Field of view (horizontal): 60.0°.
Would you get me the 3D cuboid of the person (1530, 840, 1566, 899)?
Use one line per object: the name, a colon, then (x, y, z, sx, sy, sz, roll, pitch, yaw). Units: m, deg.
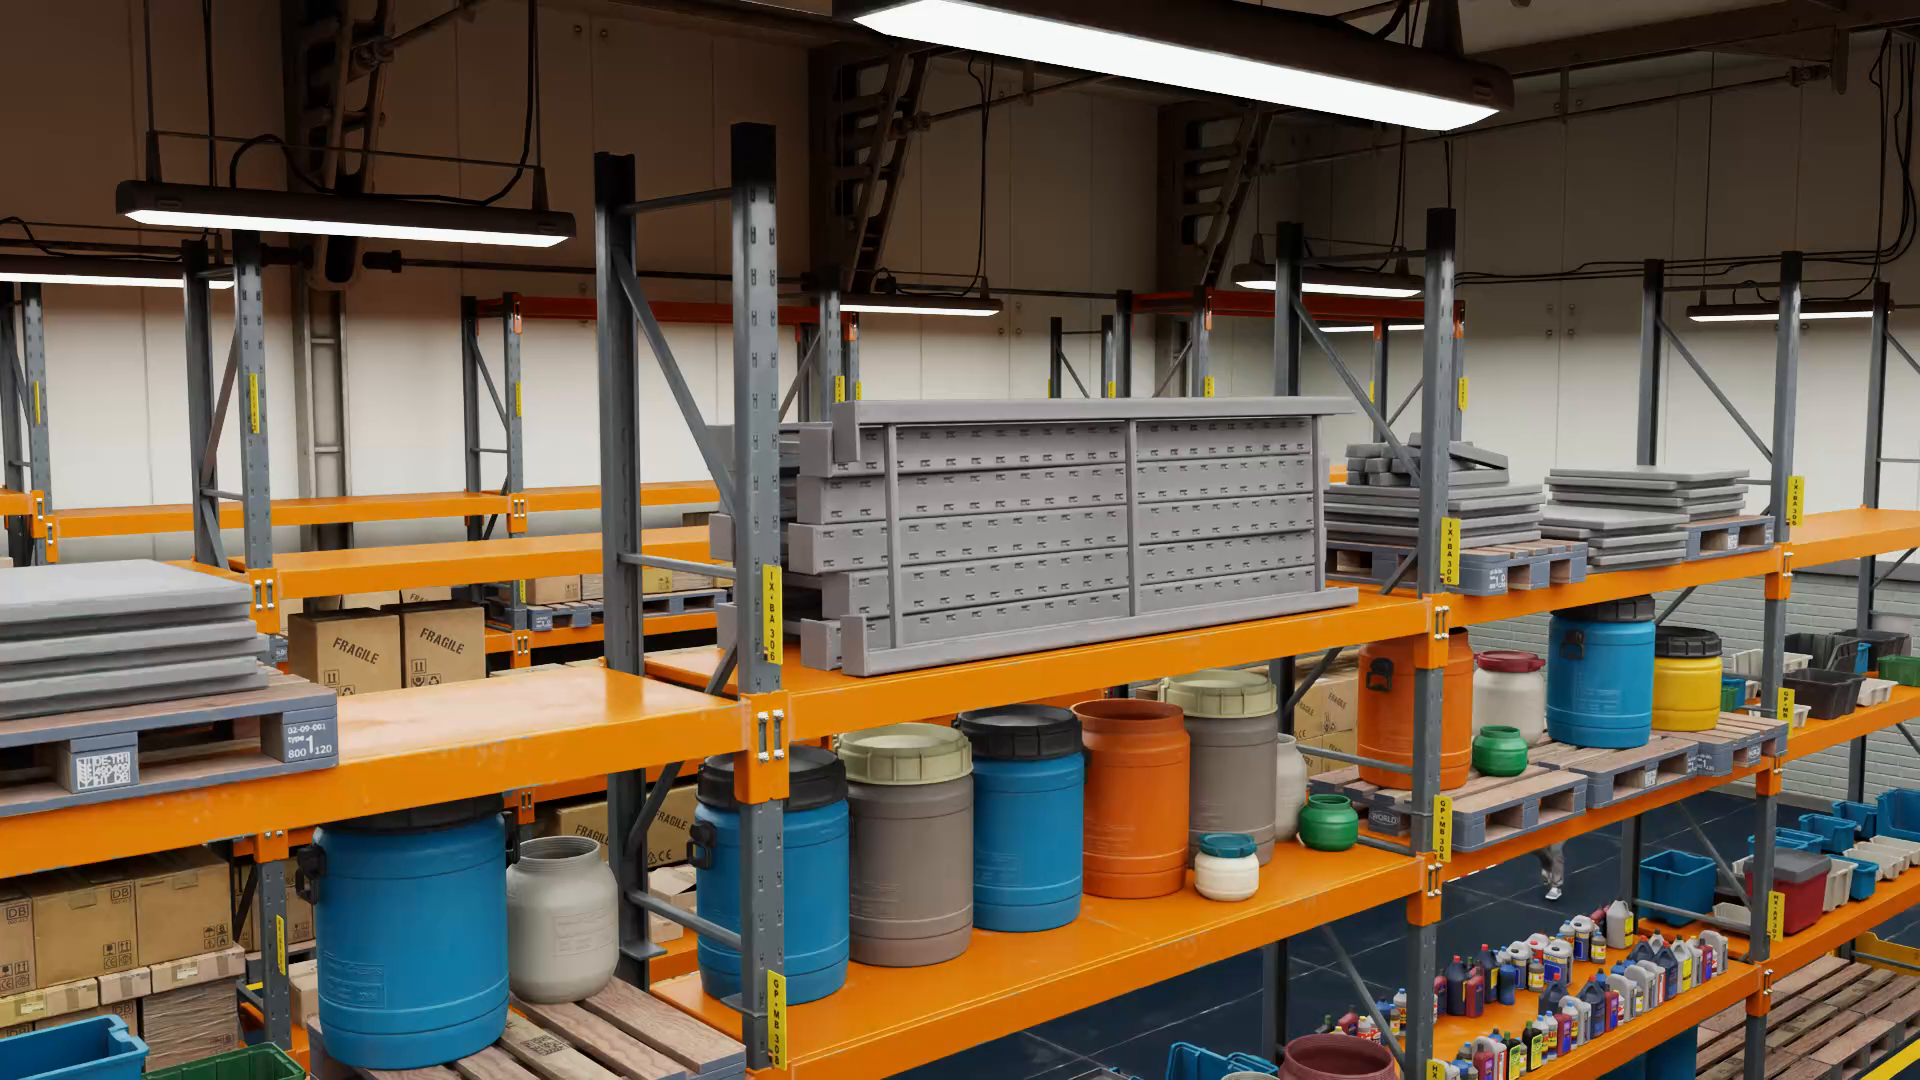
person: (5.971, 2.789, 16.687, 0.420, 1.587, 0.468, 5, 7, 43)
